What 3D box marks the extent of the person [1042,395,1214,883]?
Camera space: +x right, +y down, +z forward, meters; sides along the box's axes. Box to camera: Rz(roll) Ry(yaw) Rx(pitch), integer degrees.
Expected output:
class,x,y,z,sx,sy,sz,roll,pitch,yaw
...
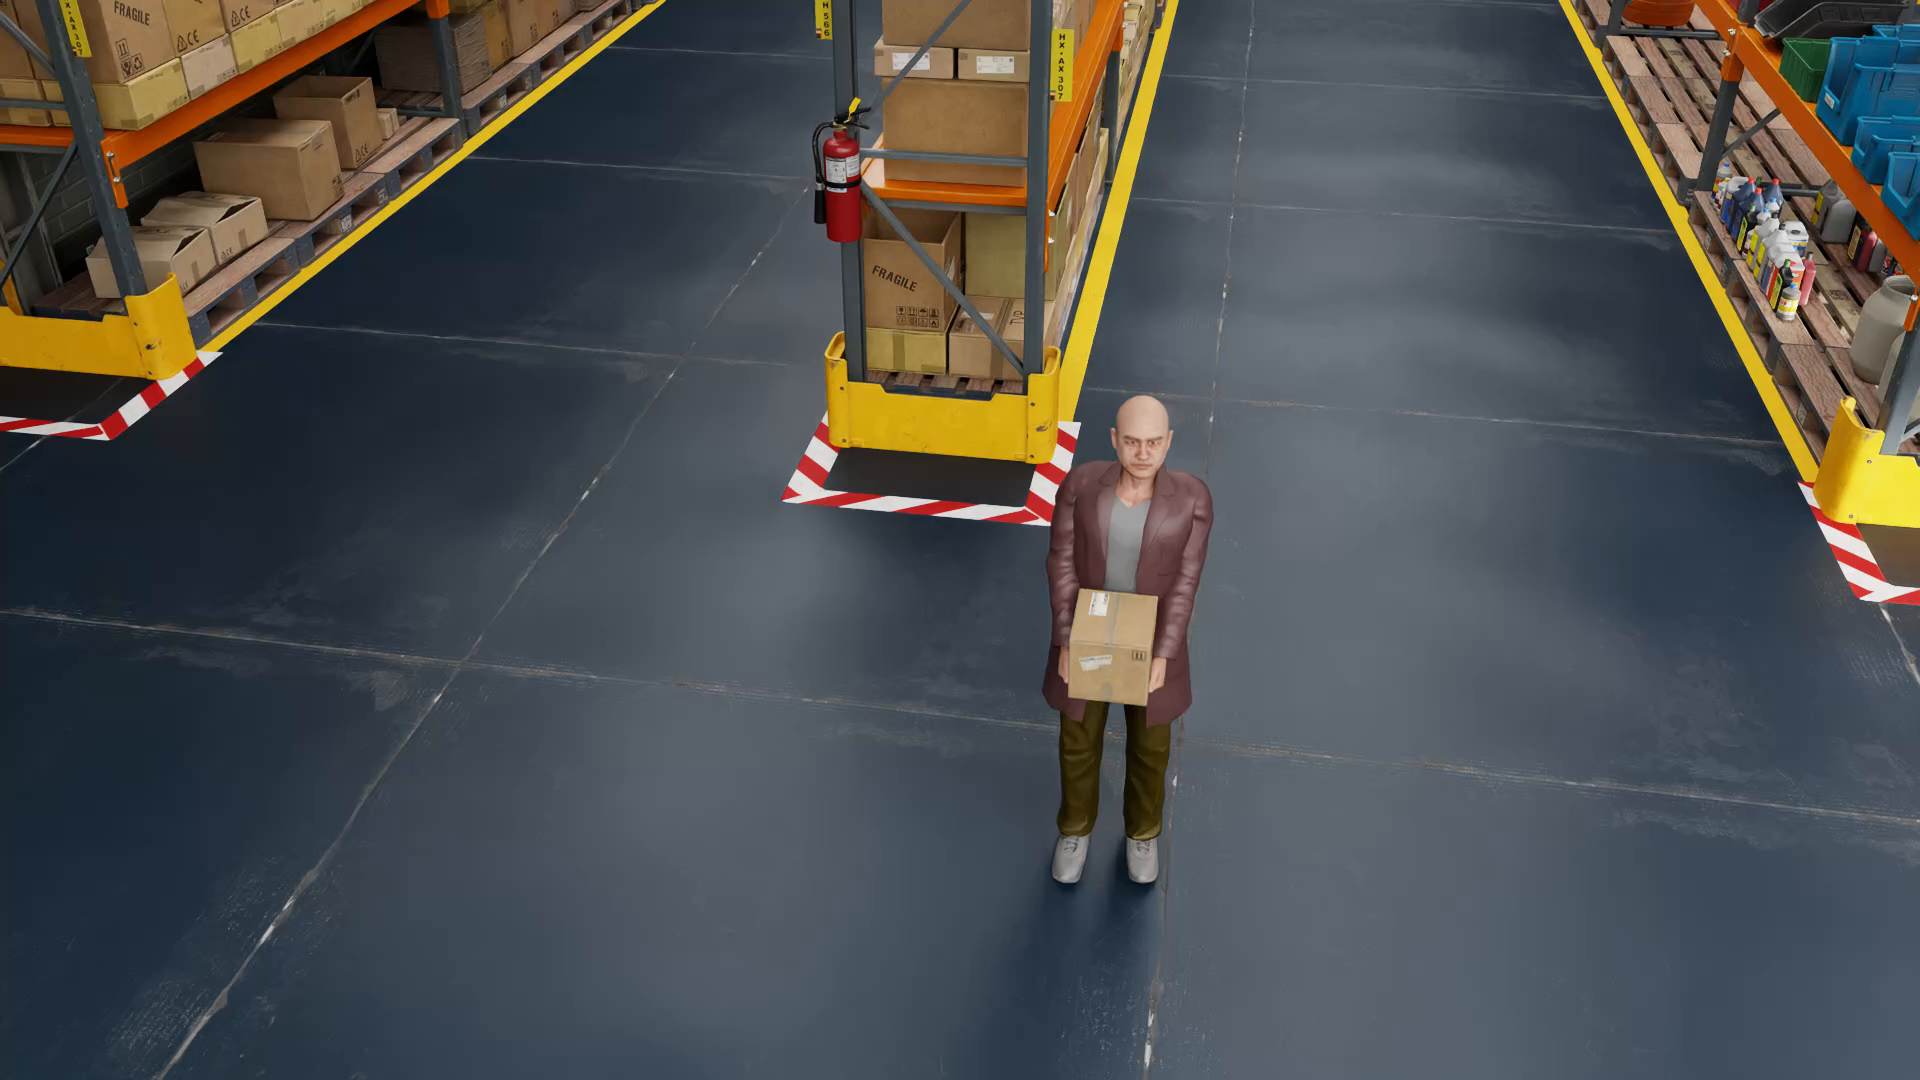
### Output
class,x,y,z,sx,sy,sz,roll,pitch,yaw
person,0.528,0.407,5.517,0.528,1.757,0.563,6,32,9
